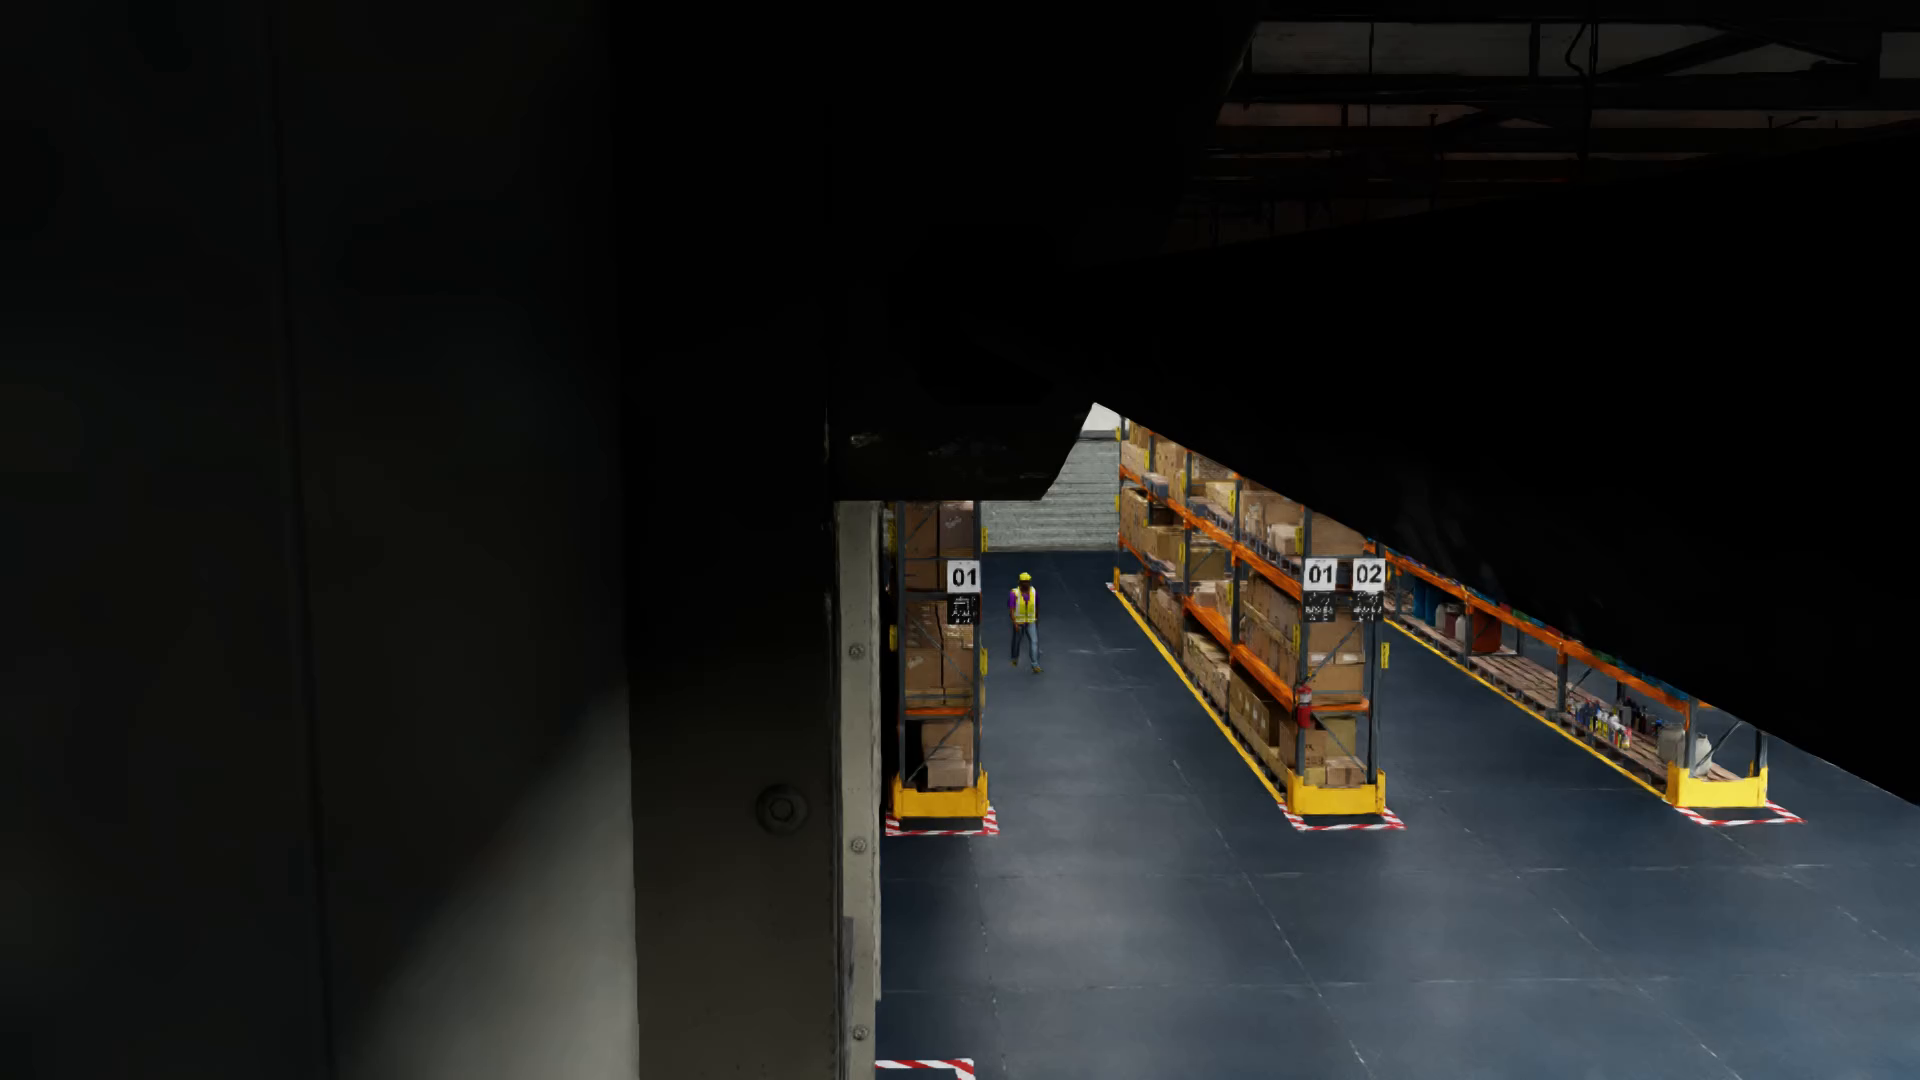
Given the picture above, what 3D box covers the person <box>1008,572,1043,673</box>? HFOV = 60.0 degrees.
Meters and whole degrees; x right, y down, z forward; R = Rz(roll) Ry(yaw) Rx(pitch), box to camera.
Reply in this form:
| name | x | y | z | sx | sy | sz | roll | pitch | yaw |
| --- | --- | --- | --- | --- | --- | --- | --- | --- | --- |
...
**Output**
| name | x | y | z | sx | sy | sz | roll | pitch | yaw |
| --- | --- | --- | --- | --- | --- | --- | --- | --- | --- |
| person | 1.095 | 1.390 | 28.463 | 0.571 | 1.708 | 1.033 | -2 | 8 | -10 |
